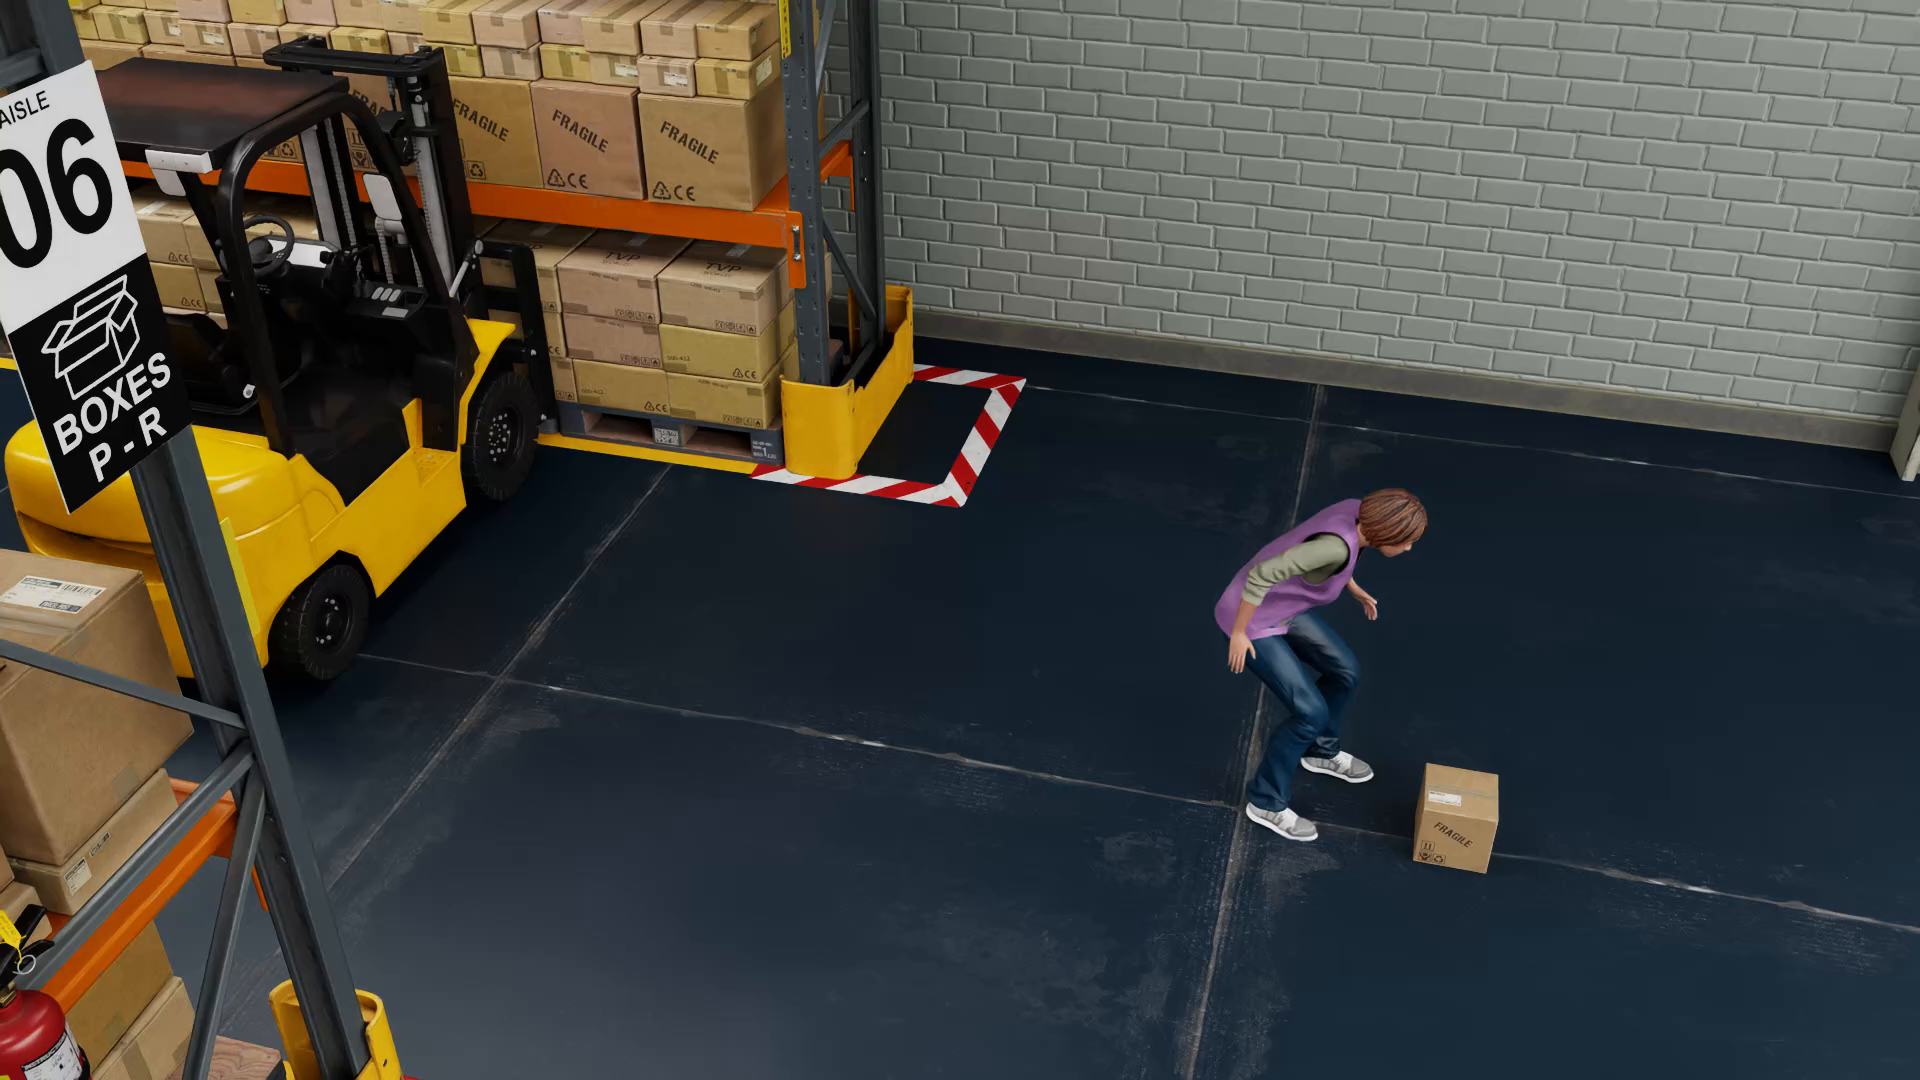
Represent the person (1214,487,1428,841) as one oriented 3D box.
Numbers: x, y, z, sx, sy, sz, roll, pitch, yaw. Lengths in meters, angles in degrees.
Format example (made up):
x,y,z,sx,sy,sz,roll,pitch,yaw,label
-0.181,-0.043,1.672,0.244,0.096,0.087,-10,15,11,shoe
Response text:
x,y,z,sx,sy,sz,roll,pitch,yaw,label
1.223,0.355,5.868,0.662,1.331,0.625,16,36,23,person
